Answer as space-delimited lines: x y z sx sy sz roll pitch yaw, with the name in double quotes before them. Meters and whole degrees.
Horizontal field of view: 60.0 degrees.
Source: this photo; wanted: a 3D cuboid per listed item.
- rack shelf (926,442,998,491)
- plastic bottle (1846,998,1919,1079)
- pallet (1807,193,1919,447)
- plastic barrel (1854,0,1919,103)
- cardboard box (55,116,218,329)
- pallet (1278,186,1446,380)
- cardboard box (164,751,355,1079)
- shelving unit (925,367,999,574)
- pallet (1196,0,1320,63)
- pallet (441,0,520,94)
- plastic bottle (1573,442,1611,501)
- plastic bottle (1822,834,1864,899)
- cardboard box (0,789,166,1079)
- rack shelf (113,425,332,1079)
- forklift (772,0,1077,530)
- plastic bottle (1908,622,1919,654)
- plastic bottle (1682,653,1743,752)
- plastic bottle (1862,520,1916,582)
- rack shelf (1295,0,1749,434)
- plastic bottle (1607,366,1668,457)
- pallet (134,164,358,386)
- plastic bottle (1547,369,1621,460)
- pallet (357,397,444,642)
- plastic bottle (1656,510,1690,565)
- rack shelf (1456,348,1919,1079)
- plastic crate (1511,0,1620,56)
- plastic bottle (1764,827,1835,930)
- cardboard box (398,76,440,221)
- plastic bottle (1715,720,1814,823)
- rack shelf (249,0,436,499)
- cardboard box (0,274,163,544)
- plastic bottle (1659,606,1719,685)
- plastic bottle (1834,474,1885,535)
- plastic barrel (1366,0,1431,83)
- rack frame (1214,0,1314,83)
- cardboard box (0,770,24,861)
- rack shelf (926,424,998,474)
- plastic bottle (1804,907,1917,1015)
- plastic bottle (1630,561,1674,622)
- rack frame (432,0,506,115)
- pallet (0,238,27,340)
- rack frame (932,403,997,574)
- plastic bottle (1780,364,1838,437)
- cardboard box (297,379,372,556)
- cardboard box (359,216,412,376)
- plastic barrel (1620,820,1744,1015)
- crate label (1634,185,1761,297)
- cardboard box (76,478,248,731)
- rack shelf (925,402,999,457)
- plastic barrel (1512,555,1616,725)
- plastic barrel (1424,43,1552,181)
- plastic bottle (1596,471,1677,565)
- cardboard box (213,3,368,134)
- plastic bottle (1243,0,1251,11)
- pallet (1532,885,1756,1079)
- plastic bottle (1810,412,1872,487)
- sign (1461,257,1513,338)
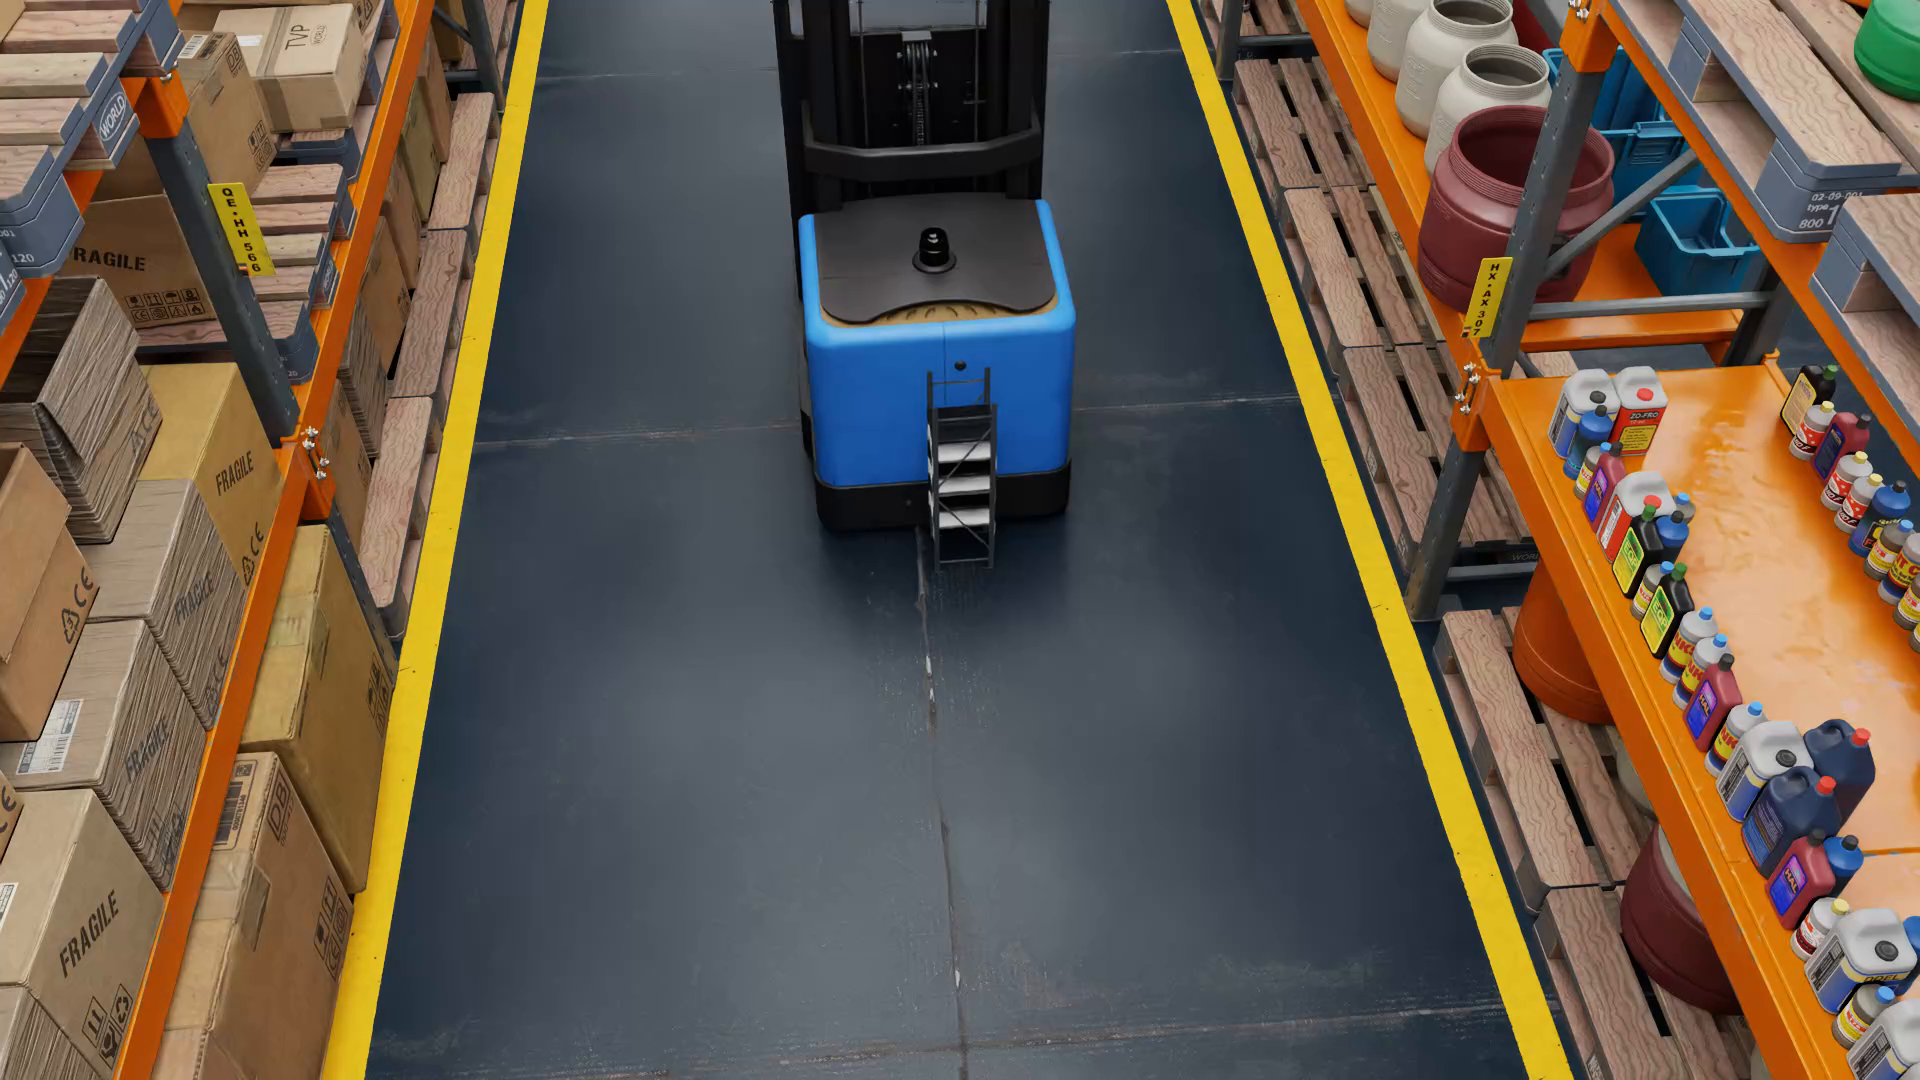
"rack shelf" 0.006 -0.297 6.470 0.258 0.077 0.200 -4 47 -4
"plastic bottle" 2.171 1.169 3.799 0.152 0.276 0.135 -3 47 -3
"pallet" 2.350 -0.229 3.102 1.003 0.211 1.213 -3 47 -3
"plastic barrel" 2.135 -1.117 3.630 0.294 0.245 0.294 0 47 0
"cardboard box" -2.745 -1.041 5.449 0.500 0.500 0.500 -9 47 -8
"pallet" 2.150 -1.260 7.934 1.003 0.211 1.213 -3 47 -3
"cardboard box" -2.556 1.258 4.803 1.225 0.875 0.875 -3 47 -3
"shelving unit" 0.006 -0.258 6.511 0.258 0.900 0.210 -4 47 -4
"pallet" 1.926 -3.199 9.771 1.003 0.211 1.213 -3 47 -3
"pallet" -3.086 -2.893 9.481 1.003 0.211 1.213 -3 47 -3
"plastic bottle" 1.980 -0.218 5.164 0.097 0.201 0.097 0 47 0
"plastic bottle" 2.164 0.821 4.132 0.097 0.271 0.097 0 47 0
"cardboard box" -2.247 0.938 3.863 0.500 0.500 0.500 -3 47 -3
"rack shelf" -2.493 1.220 4.160 1.077 0.370 4.000 -3 47 -3
"forklift" -0.218 -2.124 6.880 1.130 2.935 3.031 -4 47 -4
"plastic bottle" 2.794 0.234 4.736 0.097 0.201 0.097 0 47 0
"plastic bottle" 2.041 0.436 4.488 0.061 0.283 0.133 -3 47 -3
"plastic bottle" 2.770 0.023 4.936 0.097 0.201 0.097 0 47 0
"rack shelf" 2.108 -1.975 7.186 1.077 0.370 4.000 -3 47 -3
"plastic bottle" 2.141 -0.409 5.294 0.152 0.276 0.135 -3 47 -3
"pallet" -2.826 -0.917 5.822 1.213 0.211 1.003 -3 47 -3
"plastic bottle" 1.990 -0.400 5.285 0.152 0.276 0.135 -3 47 -3
"pallet" -2.724 -0.081 6.818 1.003 0.211 1.213 -3 47 -3
"plastic bottle" 2.071 0.018 4.892 0.097 0.271 0.097 0 47 0
"rack shelf" 2.443 0.919 4.446 1.077 0.370 4.000 -3 47 -3
"plastic crate" 2.445 -1.985 6.656 0.402 0.464 0.583 -3 47 -3
"plastic bottle" 2.087 0.834 4.111 0.061 0.283 0.133 -3 47 -3
"cardboard box" -2.944 -1.868 8.009 0.700 0.500 0.500 -4 47 -4
"plastic bottle" 2.106 0.603 4.334 0.152 0.276 0.135 -3 47 -3
"rack shelf" -2.827 -1.674 6.901 1.077 0.370 4.000 -3 47 -3
"cardboard box" -2.615 -0.324 4.367 0.797 0.503 0.637 -2 47 -2
"plastic bottle" 2.041 0.285 4.639 0.097 0.271 0.097 0 47 0
"plastic bottle" 2.754 -0.118 5.069 0.097 0.201 0.097 0 47 0
"plastic barrel" 1.900 -2.167 6.779 0.433 0.535 0.433 0 47 0
"rack frame" 1.941 -3.669 8.296 1.000 3.000 0.127 -3 47 -3
"cardboard box" -2.500 0.633 3.461 0.797 0.503 0.637 -2 47 -2
"rack shelf" 0.006 -0.359 6.405 0.258 0.077 0.200 -4 47 -4
"plastic bottle" 2.152 1.002 3.957 0.152 0.276 0.135 -3 47 -3
"plastic bottle" 2.022 0.143 4.822 0.097 0.201 0.097 0 47 0
"rack frame" -2.995 -3.368 8.011 1.000 3.000 0.127 -3 47 -3
"pallet" -2.457 -0.169 3.045 1.003 0.211 1.213 -2 47 -1
"rack frame" 0.017 -0.185 6.442 0.240 0.900 0.006 -4 47 -4
"plastic bottle" 2.735 -0.468 5.345 0.061 0.283 0.133 -3 47 -3
"cardboard box" -2.736 -0.250 6.476 0.700 0.500 0.500 -6 47 -5
"cardboard box" -2.849 -1.060 7.243 0.700 0.500 0.500 0 47 0
"plastic barrel" 2.428 1.079 5.170 0.600 0.588 0.708 -3 47 -3
"crate label" 2.614 -1.045 5.926 0.303 0.233 0.416 -3 47 -3
"cardboard box" -2.336 0.194 4.568 0.500 0.500 0.500 -4 47 -4
"rack shelf" 0.006 -0.421 6.339 0.258 0.077 0.200 -4 47 -4
"plastic barrel" 2.334 0.179 5.856 0.600 0.830 0.708 -3 47 -3
"plastic barrel" 1.977 -1.545 6.207 0.421 0.512 0.421 0 47 0
"plastic bottle" 2.028 -0.065 4.968 0.152 0.276 0.135 -3 47 -3
"cardboard box" -2.571 -1.794 6.333 0.500 0.250 0.500 -5 47 -4
"plastic bottle" 1.600 -3.102 9.383 0.097 0.201 0.097 0 47 0
"pallet" 2.482 1.632 5.195 1.003 0.211 1.213 -3 47 -3
"plastic bottle" 2.754 -0.301 5.186 0.061 0.283 0.133 -3 47 -3
"sign" 1.728 -0.793 5.459 0.100 0.325 0.005 -3 47 -3
